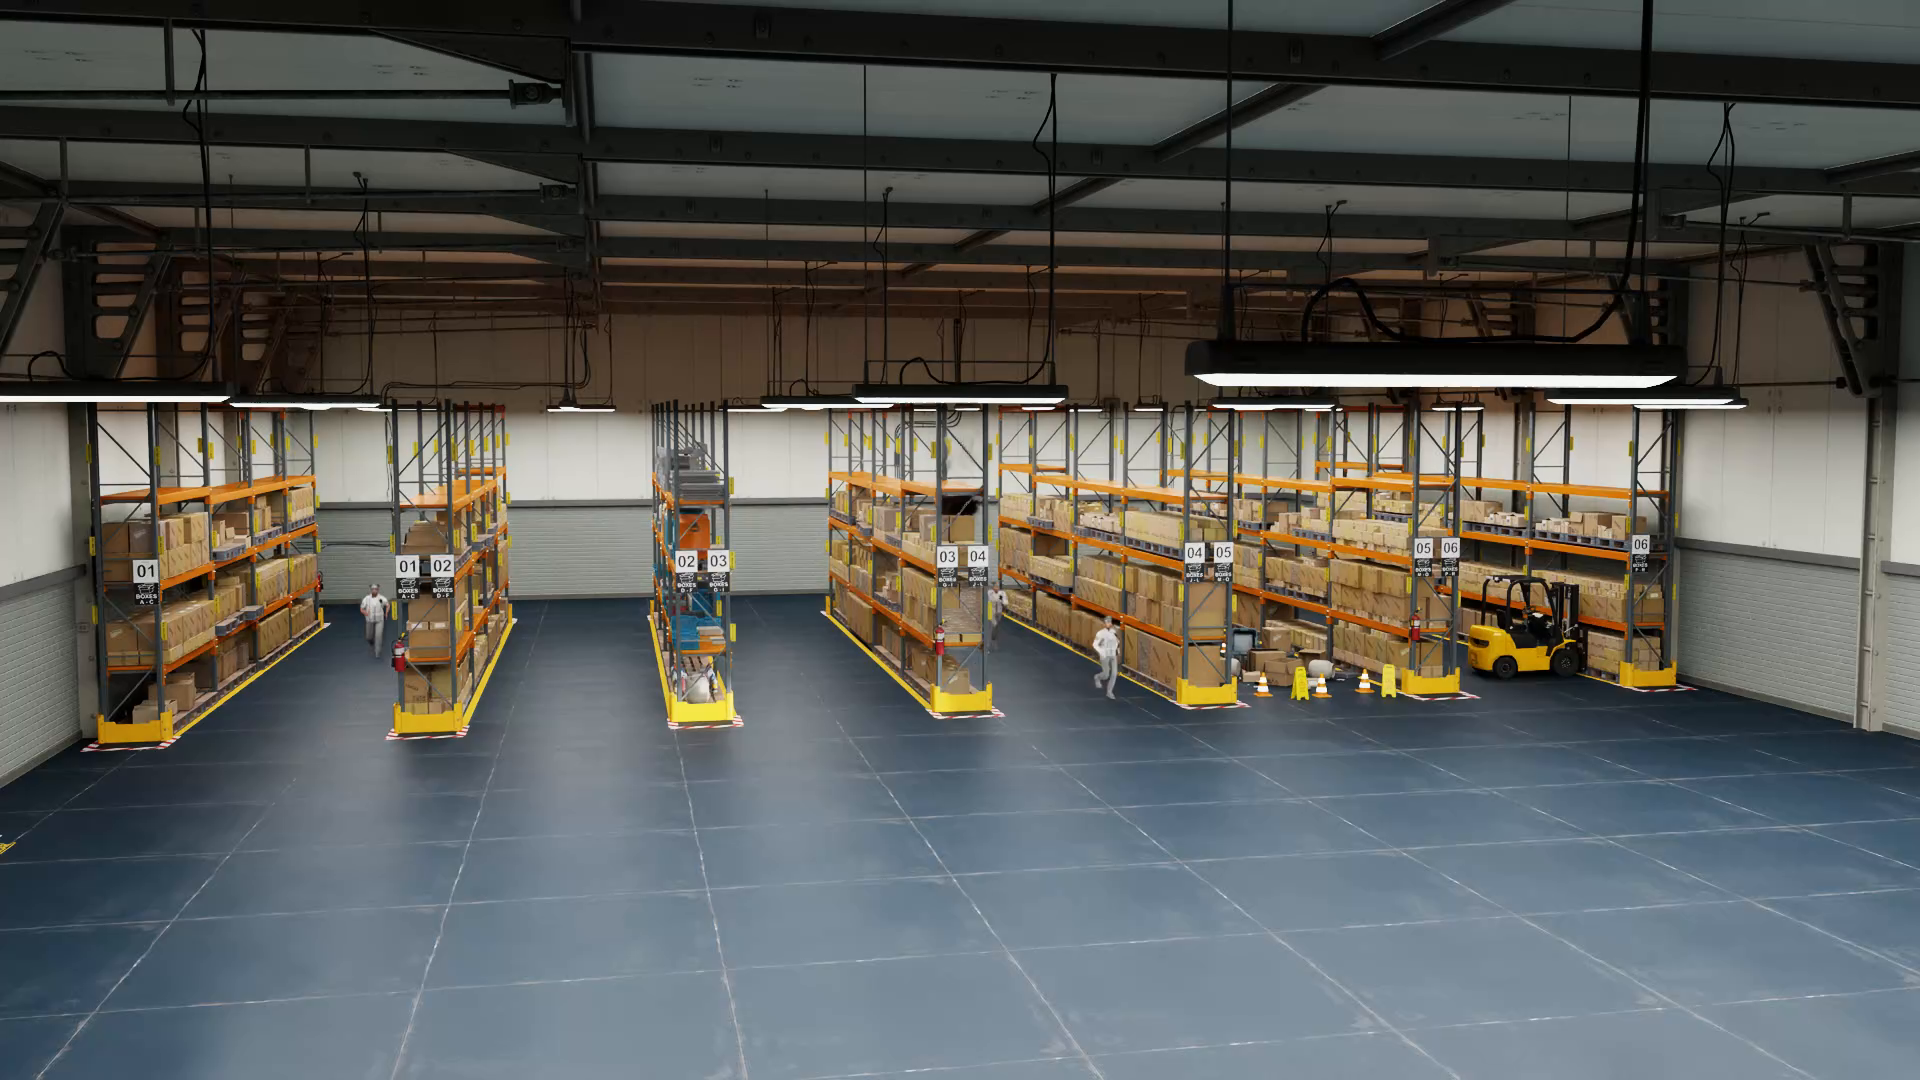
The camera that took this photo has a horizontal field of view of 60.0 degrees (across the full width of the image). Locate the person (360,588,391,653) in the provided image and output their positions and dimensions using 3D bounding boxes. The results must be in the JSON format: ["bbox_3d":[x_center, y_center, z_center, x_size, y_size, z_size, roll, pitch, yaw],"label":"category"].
[{"bbox_3d":[-13.822,1.877,39.331,0.674,1.606,0.680,-1,4,-17],"label":"person"}]

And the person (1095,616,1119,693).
[{"bbox_3d":[2.998,2.321,33.796,0.373,1.598,0.566,-2,5,-24],"label":"person"}]

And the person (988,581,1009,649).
[{"bbox_3d":[0.857,1.814,40.994,0.606,1.679,0.823,-1,4,-14],"label":"person"}]
